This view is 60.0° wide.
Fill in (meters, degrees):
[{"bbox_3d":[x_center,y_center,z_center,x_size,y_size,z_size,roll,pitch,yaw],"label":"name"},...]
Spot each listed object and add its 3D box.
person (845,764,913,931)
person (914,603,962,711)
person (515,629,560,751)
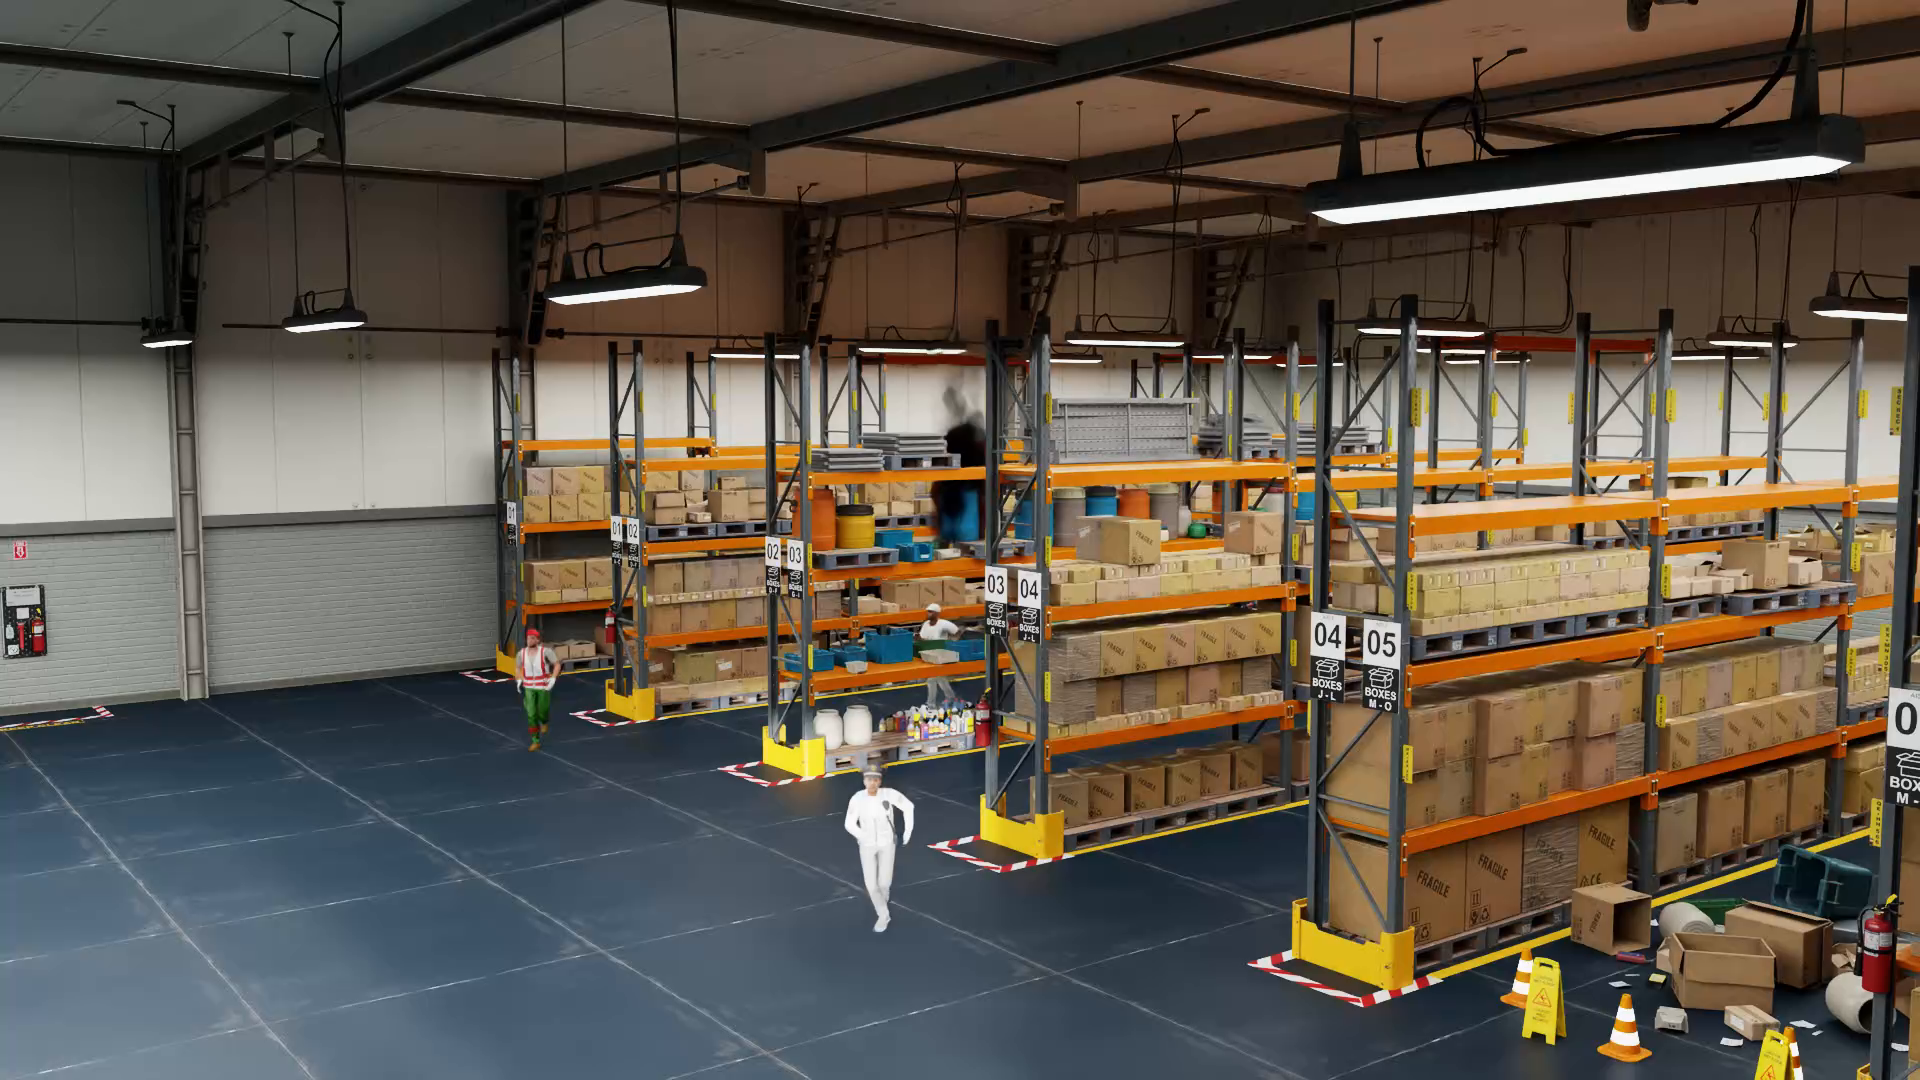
[{"bbox_3d":[-0.781,2.953,16.004,0.653,1.646,0.615,0,5,1],"label":"person"},{"bbox_3d":[-0.338,1.924,26.940,0.906,1.820,0.710,-4,7,-42],"label":"person"},{"bbox_3d":[-6.169,2.159,24.332,0.660,1.771,0.688,0,5,-1],"label":"person"}]
